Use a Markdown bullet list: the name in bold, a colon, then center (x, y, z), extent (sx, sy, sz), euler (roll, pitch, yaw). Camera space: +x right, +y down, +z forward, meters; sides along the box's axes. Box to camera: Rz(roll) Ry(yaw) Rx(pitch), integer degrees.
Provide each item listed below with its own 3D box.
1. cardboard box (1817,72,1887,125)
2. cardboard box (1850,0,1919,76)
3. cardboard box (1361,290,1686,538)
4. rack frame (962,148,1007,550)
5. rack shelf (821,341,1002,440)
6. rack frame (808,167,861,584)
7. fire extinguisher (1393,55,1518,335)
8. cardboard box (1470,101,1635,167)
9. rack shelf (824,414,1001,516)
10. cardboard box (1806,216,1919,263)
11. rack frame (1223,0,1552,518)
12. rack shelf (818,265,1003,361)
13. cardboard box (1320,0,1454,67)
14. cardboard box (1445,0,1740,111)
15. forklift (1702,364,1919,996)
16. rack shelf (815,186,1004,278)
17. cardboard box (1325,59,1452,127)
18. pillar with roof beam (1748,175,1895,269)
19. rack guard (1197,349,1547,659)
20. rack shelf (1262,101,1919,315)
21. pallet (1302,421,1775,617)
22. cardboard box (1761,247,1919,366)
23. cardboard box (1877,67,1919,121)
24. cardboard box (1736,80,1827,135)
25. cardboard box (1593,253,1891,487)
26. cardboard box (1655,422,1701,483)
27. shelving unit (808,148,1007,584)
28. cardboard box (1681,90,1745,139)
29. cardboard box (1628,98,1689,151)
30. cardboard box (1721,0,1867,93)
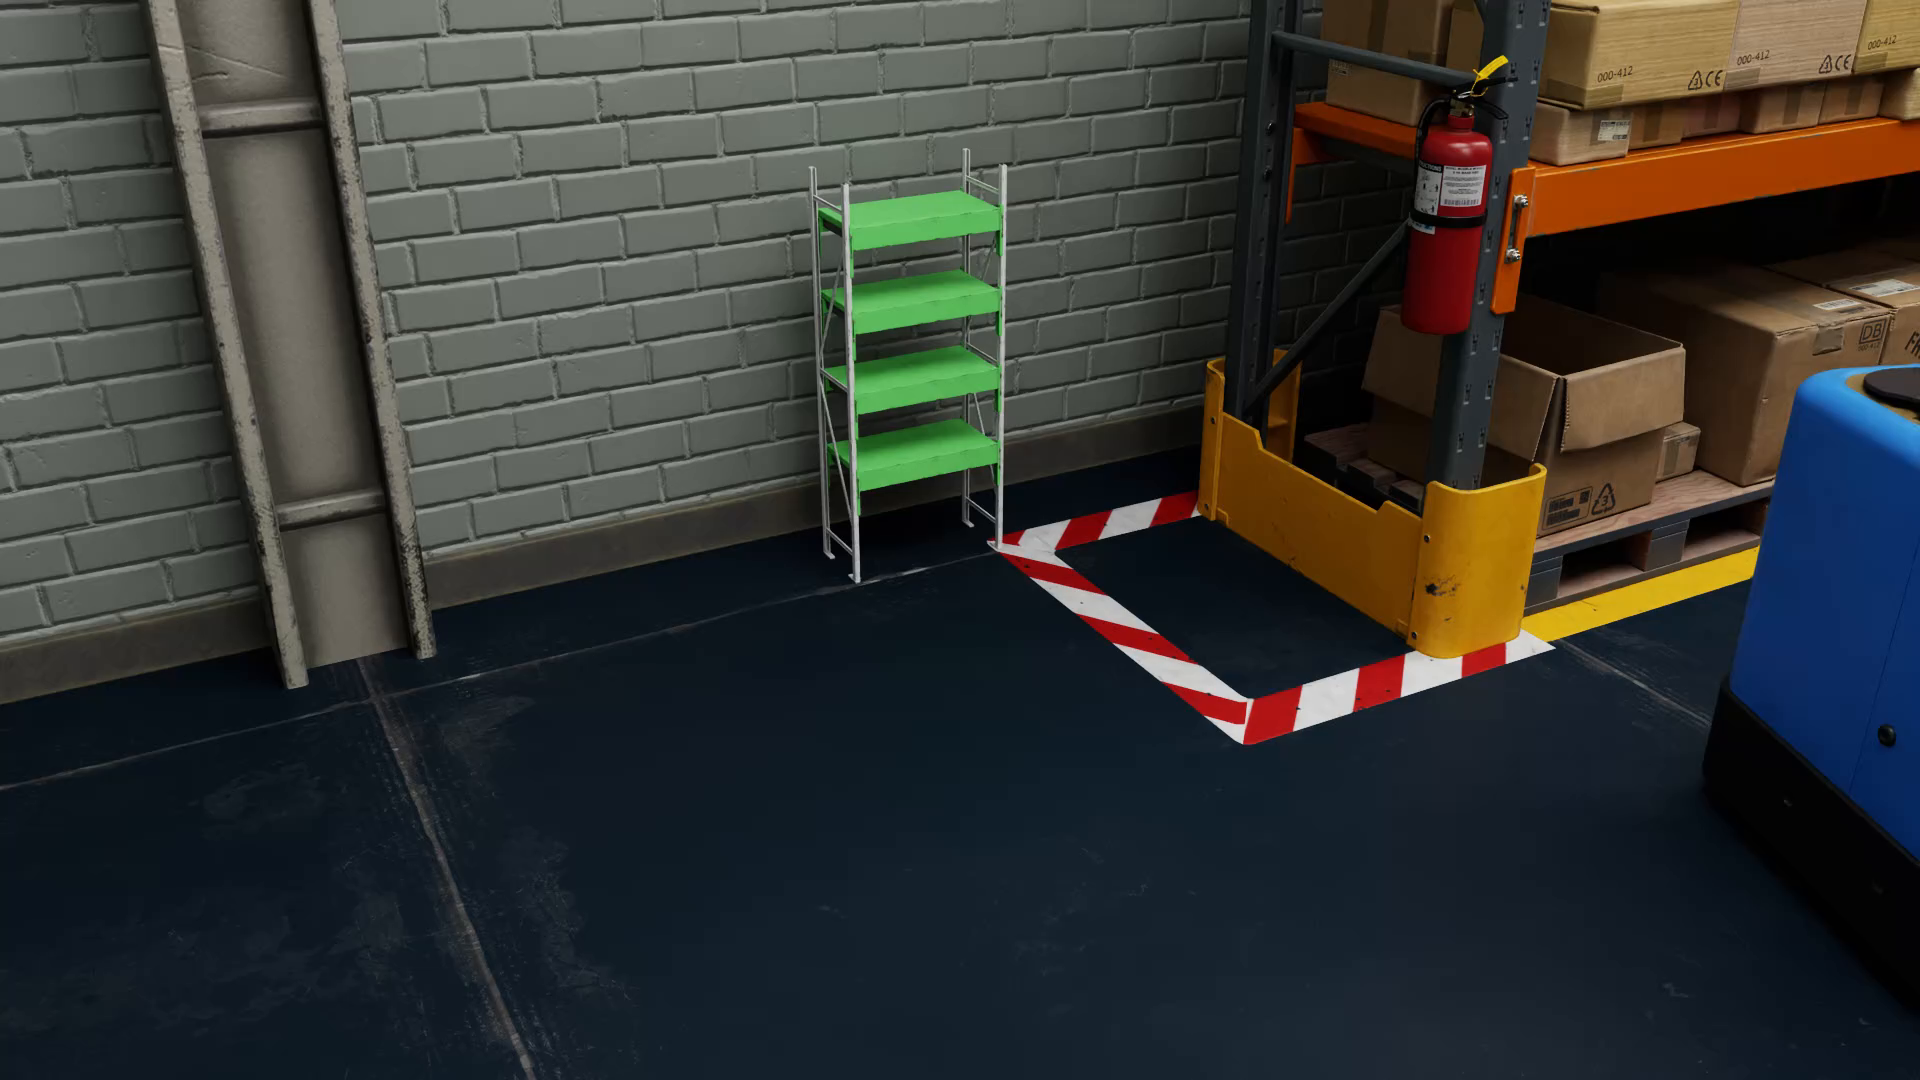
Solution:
- **cardboard box**: center (2.436, -1.327, 4.839), extent (0.250, 0.149, 0.380), euler (-13, 28, -24)
- **cardboard box**: center (2.532, -1.521, 4.782), extent (0.500, 0.250, 0.500), euler (-14, 29, -26)
- **cardboard box**: center (1.699, -0.410, 5.037), extent (0.637, 0.503, 0.797), euler (-14, 29, -27)
- **rack frame**: center (0.069, -0.557, 5.023), extent (0.015, 1.200, 0.240), euler (-13, 29, -25)
- **rack shelf**: center (-0.146, -0.450, 4.948), extent (0.480, 0.148, 0.258), euler (-13, 29, -25)
- **rack frame**: center (-0.361, -0.457, 4.817), extent (0.015, 1.200, 0.240), euler (-13, 29, -25)
- **fire extinguisher**: center (1.202, -0.848, 4.071), extent (0.183, 0.674, 0.296), euler (-13, 29, -25)
- **cardboard box**: center (1.534, -1.107, 4.380), extent (0.250, 0.149, 0.380), euler (-13, 29, -25)
- **rack shelf**: center (-0.146, -0.233, 5.052), extent (0.480, 0.148, 0.258), euler (-13, 29, -25)
- **cardboard box**: center (3.388, -0.779, 5.810), extent (0.500, 0.500, 0.700), euler (-14, 29, -27)
- **rack frame**: center (1.115, -1.258, 4.404), extent (0.127, 3.000, 1.000), euler (-13, 29, -25)
- **rack shelf**: center (-0.146, -0.666, 4.844), extent (0.480, 0.148, 0.258), euler (-13, 29, -25)
- **cardboard box**: center (1.396, -1.519, 4.778), extent (0.500, 0.250, 0.500), euler (-12, 28, -24)
- **cardboard box**: center (1.642, -1.314, 4.350), extent (0.500, 0.250, 0.500), euler (-13, 28, -25)
- **forklift**: center (3.315, -0.608, 3.129), extent (3.031, 2.935, 1.130), euler (-4, 26, -8)
- **rack shelf**: center (-0.146, -0.882, 4.740), extent (0.480, 0.148, 0.258), euler (-13, 29, -25)
- **cardboard box**: center (1.281, -1.314, 4.812), extent (0.250, 0.149, 0.380), euler (-13, 29, -26)
- **pillar with roof beam**: center (5.631, -3.335, 1.800), extent (0.400, 9.000, 9.100), euler (-13, 29, -25)
- **rack guard**: center (1.182, -0.146, 4.977), extent (0.348, 0.500, 1.175), euler (-13, 29, -25)
- **rack shelf**: center (2.879, -1.341, 5.408), extent (4.000, 0.370, 1.077), euler (-13, 29, -25)
- **pallet**: center (1.885, -0.179, 5.379), extent (1.213, 0.211, 1.003), euler (-13, 29, -25)
- **cardboard box**: center (2.985, -0.637, 5.515), extent (0.500, 0.500, 0.500), euler (-12, 28, -24)
- **cardboard box**: center (2.694, -1.350, 4.886), extent (0.250, 0.149, 0.380), euler (-14, 29, -27)
- **cardboard box**: center (2.204, -1.271, 4.722), extent (0.250, 0.149, 0.380), euler (-12, 28, -23)
- **cardboard box**: center (2.472, -0.568, 5.370), extent (0.500, 0.500, 0.700), euler (-12, 28, -23)
- **cardboard box**: center (2.092, -0.322, 5.263), extent (0.250, 0.149, 0.380), euler (-14, 29, -27)
- **shelving unit**: center (-0.146, -0.507, 4.920), extent (0.503, 1.200, 0.258), euler (-13, 29, -25)
- **cardboard box**: center (1.952, -1.243, 4.663), extent (0.250, 0.149, 0.380), euler (-13, 29, -26)
- **cardboard box**: center (1.737, -1.176, 4.524), extent (0.250, 0.149, 0.380), euler (-12, 28, -24)
- **cardboard box**: center (2.087, -1.416, 4.564), extent (0.500, 0.250, 0.500), euler (-13, 28, -25)
